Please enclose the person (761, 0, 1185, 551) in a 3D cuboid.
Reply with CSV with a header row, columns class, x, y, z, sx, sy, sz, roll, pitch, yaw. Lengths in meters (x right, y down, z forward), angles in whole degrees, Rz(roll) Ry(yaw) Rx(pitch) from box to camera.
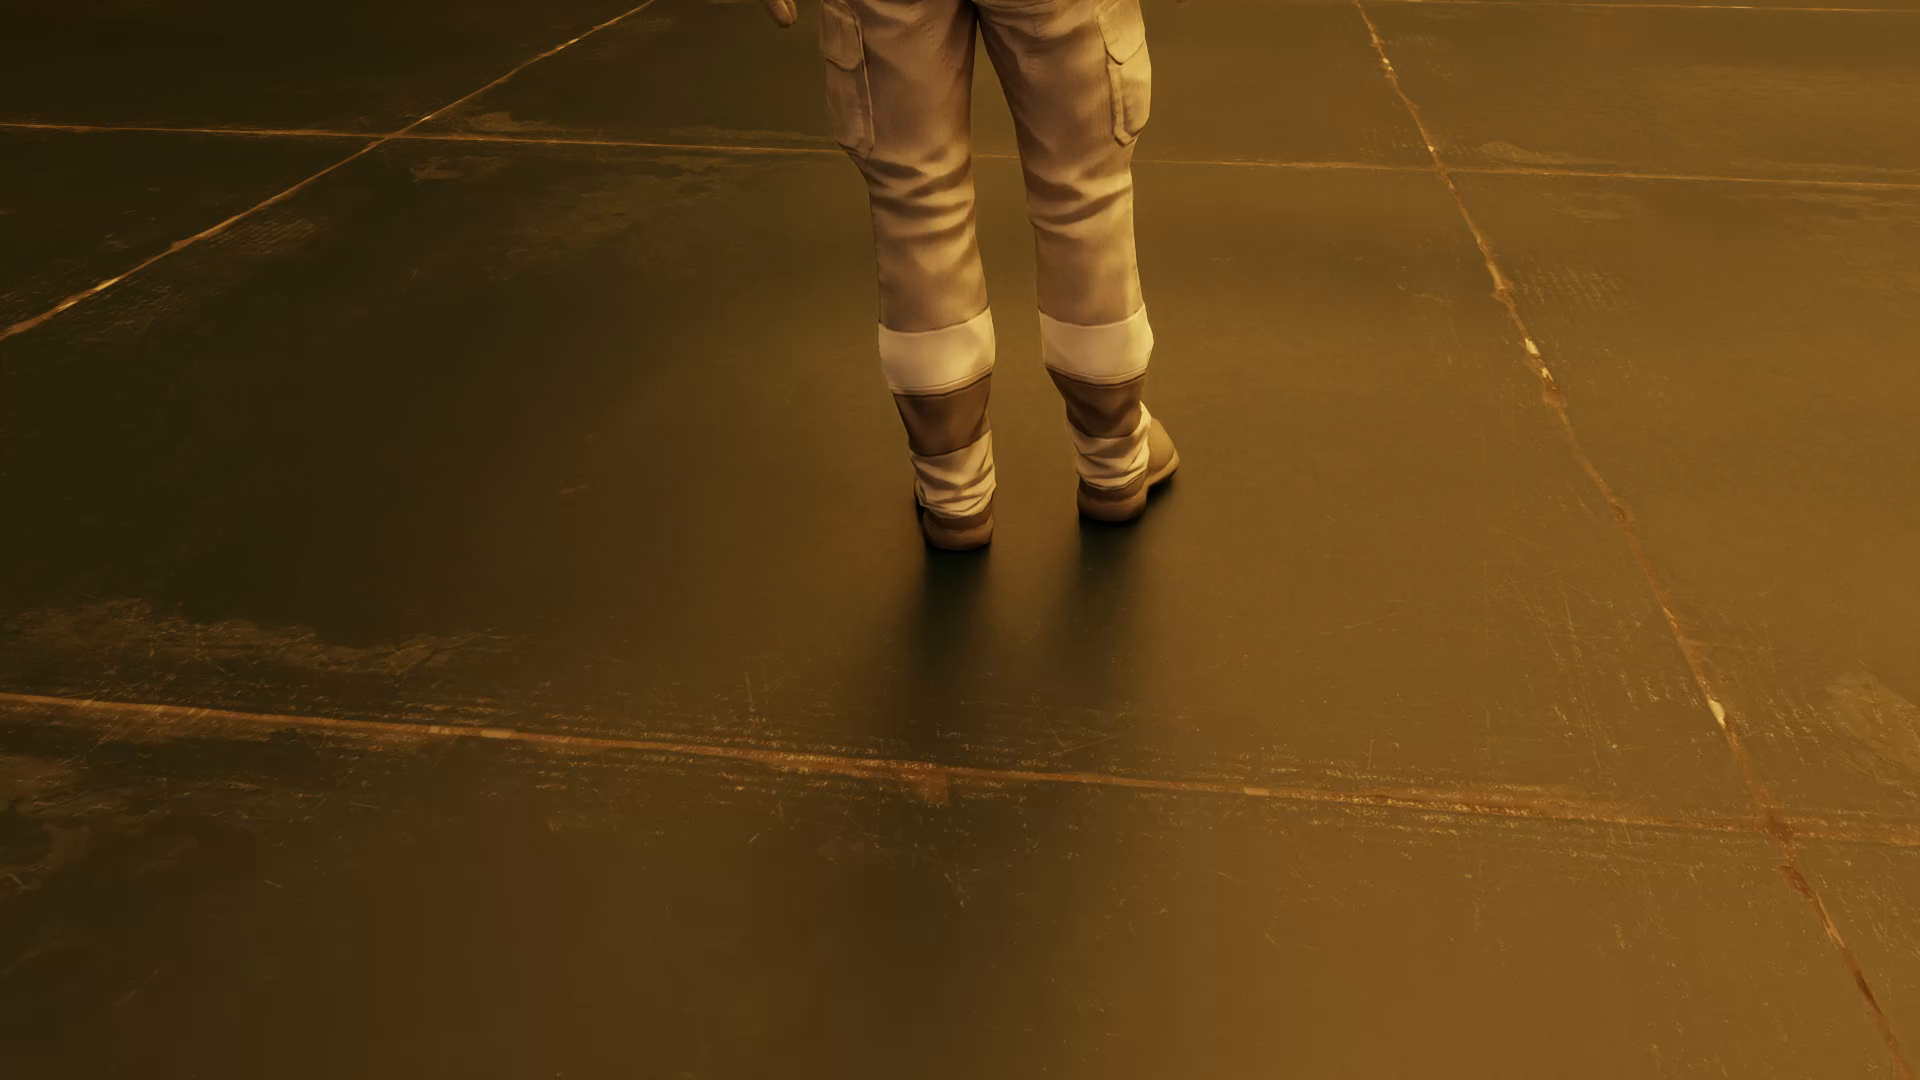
class,x,y,z,sx,sy,sz,roll,pitch,yaw
person,0.023,-0.842,2.168,0.637,1.790,0.562,3,27,7
